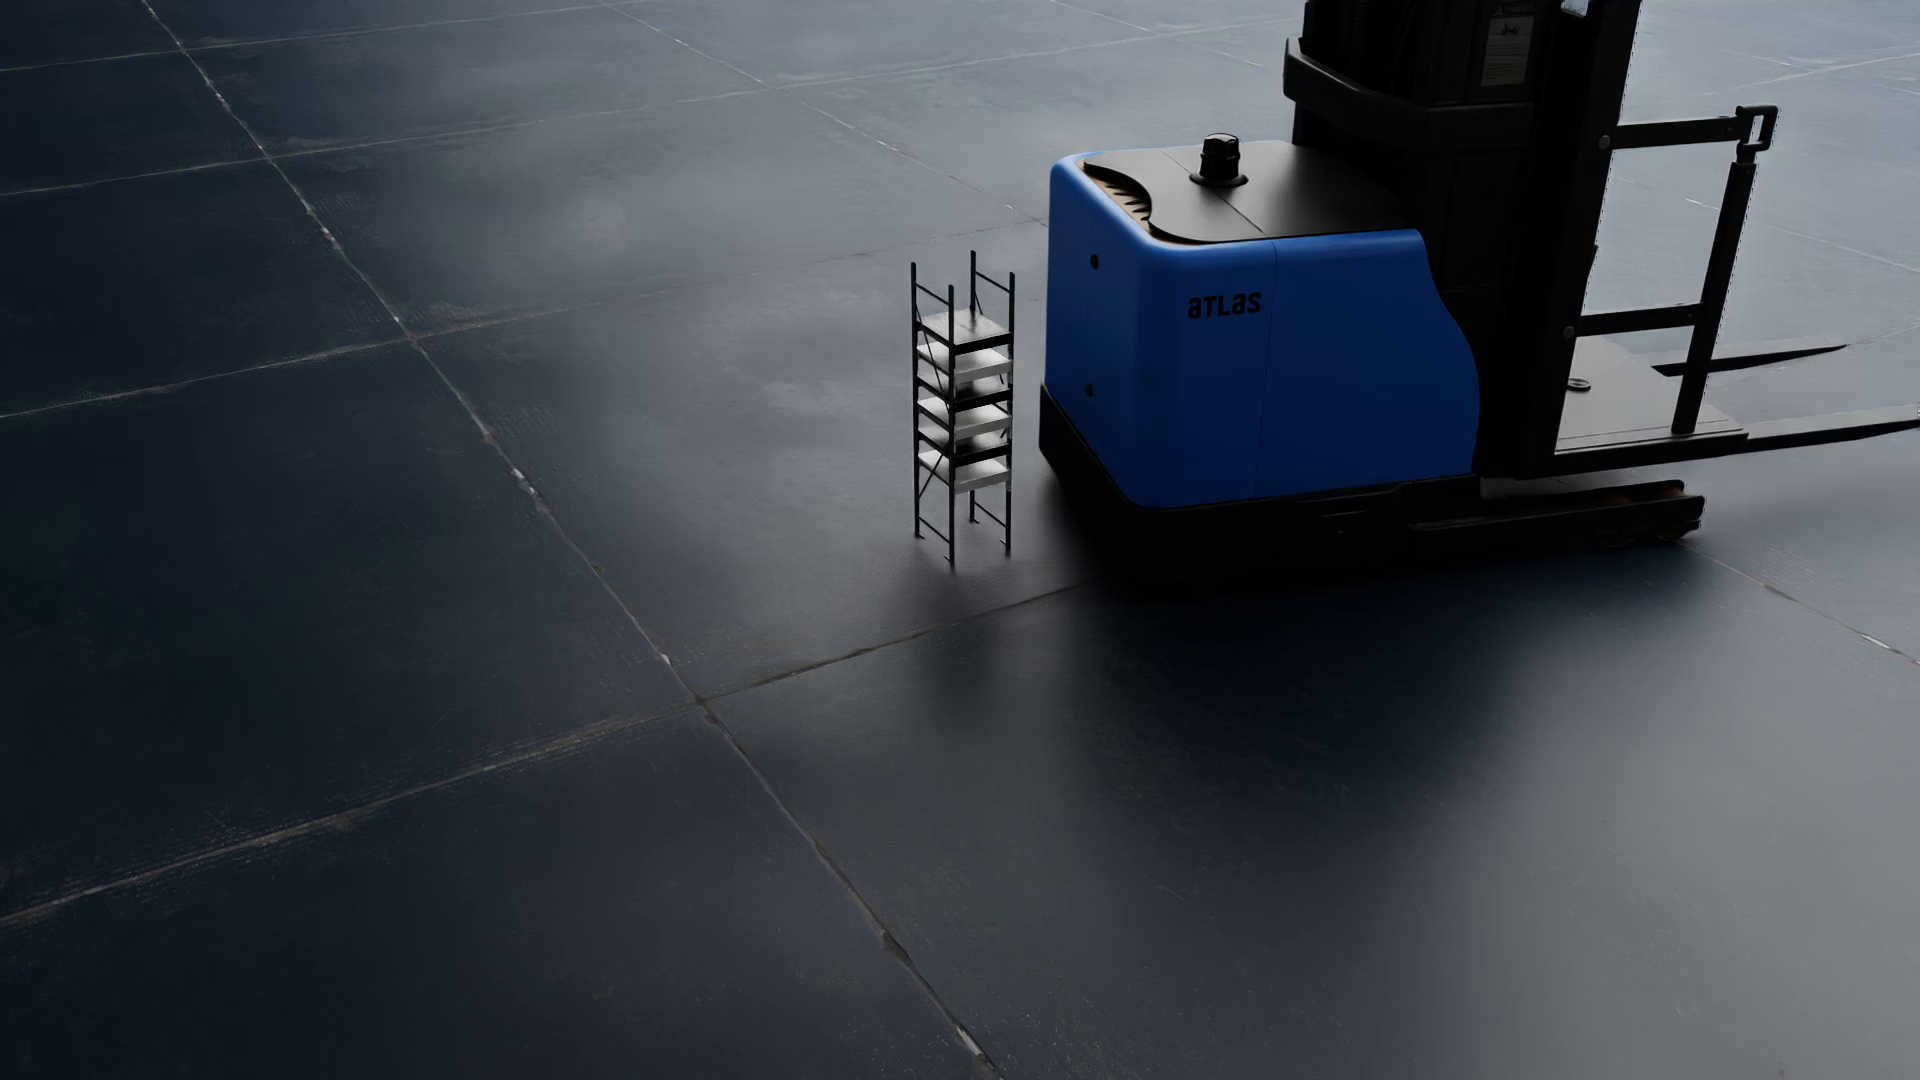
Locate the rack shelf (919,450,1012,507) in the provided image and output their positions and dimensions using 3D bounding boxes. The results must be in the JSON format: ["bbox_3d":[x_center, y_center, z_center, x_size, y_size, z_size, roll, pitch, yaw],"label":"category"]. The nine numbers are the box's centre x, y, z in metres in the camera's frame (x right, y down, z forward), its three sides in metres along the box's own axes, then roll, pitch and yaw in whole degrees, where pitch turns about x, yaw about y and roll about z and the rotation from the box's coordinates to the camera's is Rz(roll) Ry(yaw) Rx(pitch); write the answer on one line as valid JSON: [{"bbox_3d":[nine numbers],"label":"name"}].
[{"bbox_3d":[0.007,-0.209,5.139,0.200,0.077,0.258,-16,33,-26],"label":"rack shelf"}]

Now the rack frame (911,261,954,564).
[{"bbox_3d":[-0.081,-0.371,4.991,0.006,0.900,0.240,-16,33,-26],"label":"rack frame"}]

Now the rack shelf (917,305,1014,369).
[{"bbox_3d":[0.007,-0.603,4.922,0.200,0.077,0.258,-16,33,-26],"label":"rack shelf"}]

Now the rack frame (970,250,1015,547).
[{"bbox_3d":[0.095,-0.421,5.081,0.006,0.900,0.240,-16,33,-26],"label":"rack frame"}]

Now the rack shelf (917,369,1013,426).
[{"bbox_3d":[0.007,-0.446,5.009,0.200,0.077,0.258,-16,33,-26],"label":"rack shelf"}]

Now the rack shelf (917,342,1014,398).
[{"bbox_3d":[0.007,-0.524,4.965,0.200,0.077,0.258,-16,33,-26],"label":"rack shelf"}]

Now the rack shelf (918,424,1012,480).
[{"bbox_3d":[0.007,-0.288,5.096,0.200,0.077,0.258,-16,33,-26],"label":"rack shelf"}]

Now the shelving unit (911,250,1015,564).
[{"bbox_3d":[0.007,-0.396,5.036,0.210,0.900,0.258,-16,33,-26],"label":"shelving unit"}]

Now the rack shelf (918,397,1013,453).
[{"bbox_3d":[0.007,-0.367,5.052,0.200,0.077,0.258,-16,33,-26],"label":"rack shelf"}]

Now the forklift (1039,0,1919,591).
[{"bbox_3d":[1.843,-1.501,4.936,3.031,2.935,1.130,-7,30,-12],"label":"forklift"}]
